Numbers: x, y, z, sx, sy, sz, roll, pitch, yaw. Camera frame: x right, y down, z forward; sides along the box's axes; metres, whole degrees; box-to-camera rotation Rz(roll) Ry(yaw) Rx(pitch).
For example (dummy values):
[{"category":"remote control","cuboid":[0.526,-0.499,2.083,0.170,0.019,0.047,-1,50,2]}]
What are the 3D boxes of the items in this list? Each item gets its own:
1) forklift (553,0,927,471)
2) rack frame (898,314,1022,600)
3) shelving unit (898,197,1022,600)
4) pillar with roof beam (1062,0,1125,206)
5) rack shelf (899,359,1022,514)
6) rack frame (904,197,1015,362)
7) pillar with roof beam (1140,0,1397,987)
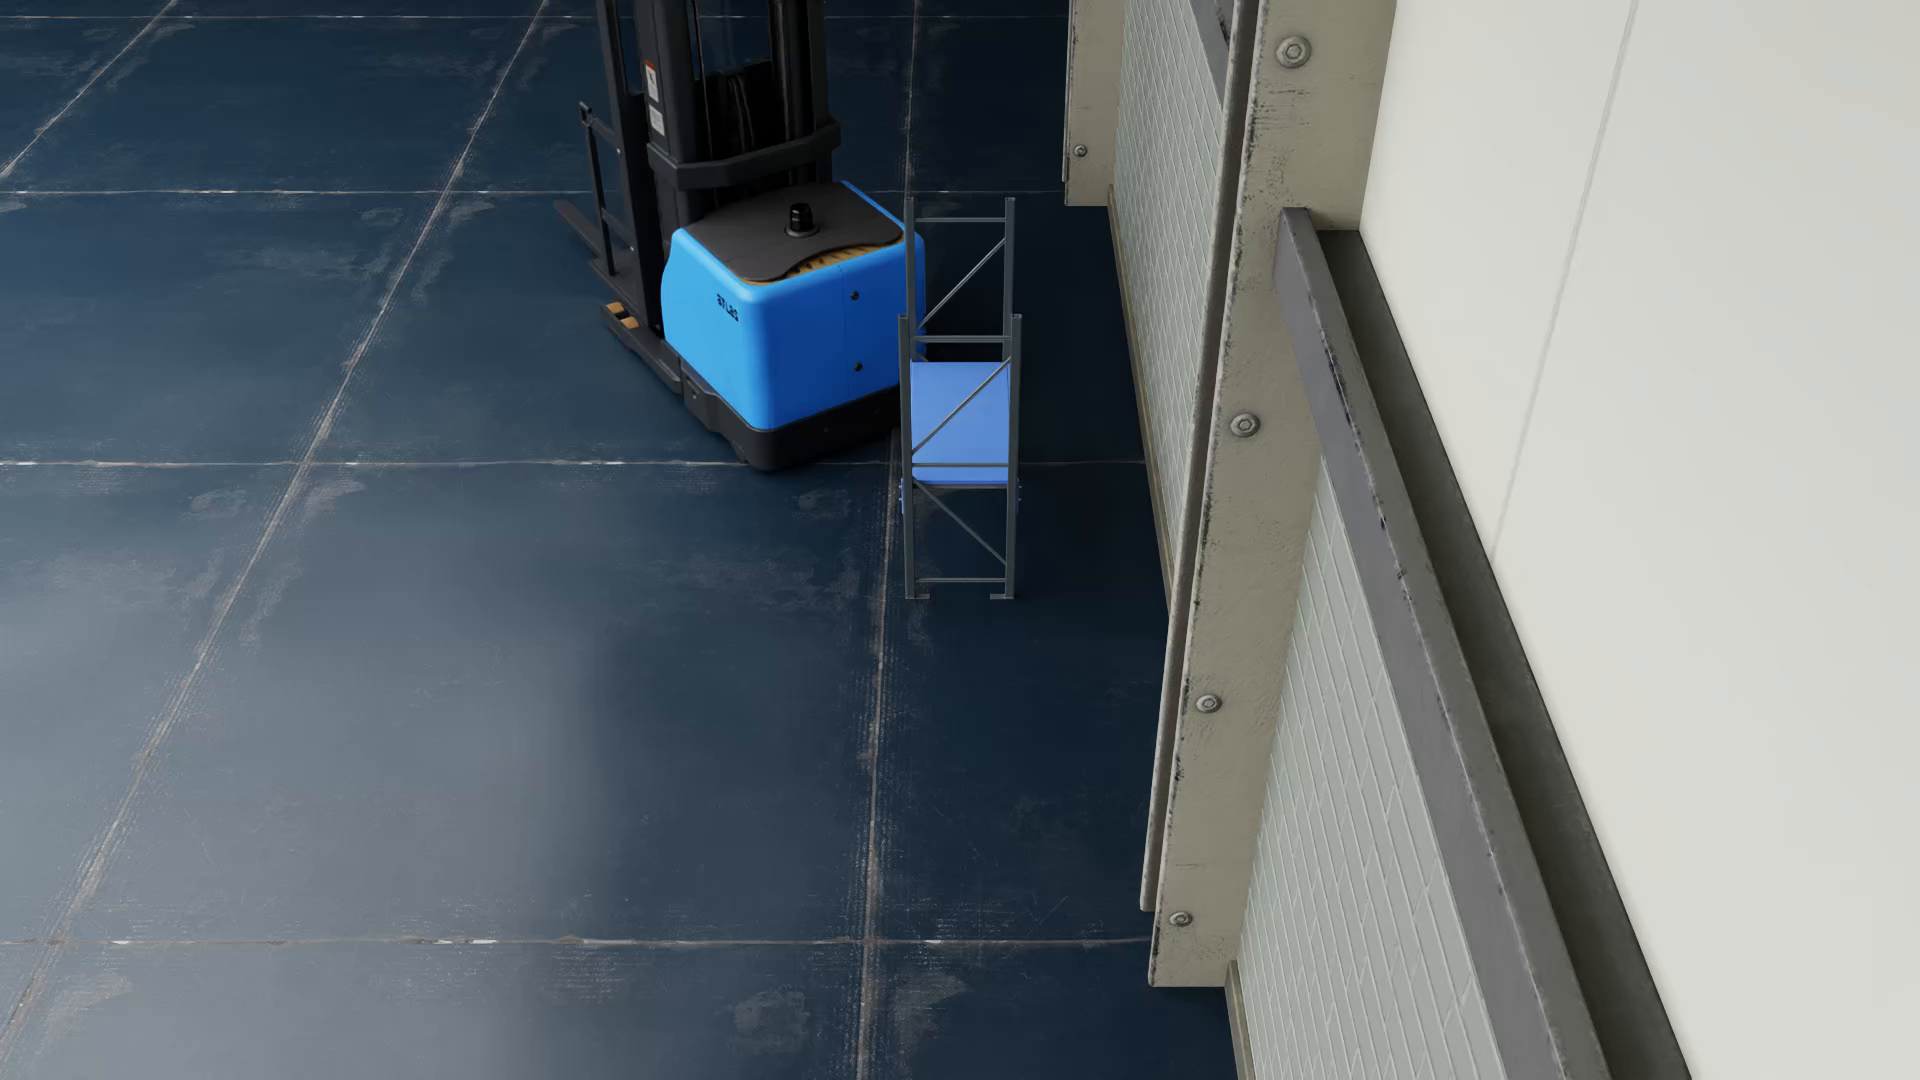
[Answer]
[{"category":"forklift","cuboid":[-1.389,-2.378,8.619,1.130,2.935,3.031,-23,44,-26]},{"category":"rack frame","cuboid":[0.000,-0.321,7.196,0.500,1.500,0.032,0,39,0]},{"category":"shelving unit","cuboid":[0.000,-0.639,7.593,0.538,1.500,1.048,0,39,0]},{"category":"pillar with roof beam","cuboid":[-3.476,-5.777,8.009,9.100,9.000,0.400,0,39,0]},{"category":"rack shelf","cuboid":[0.000,-0.498,7.706,0.538,0.185,1.000,0,39,0]},{"category":"rack frame","cuboid":[-0.001,-0.956,7.990,0.500,1.500,0.032,0,39,0]},{"category":"pillar with roof beam","cuboid":[-3.469,-2.025,3.327,9.100,9.000,0.400,0,39,0]}]
